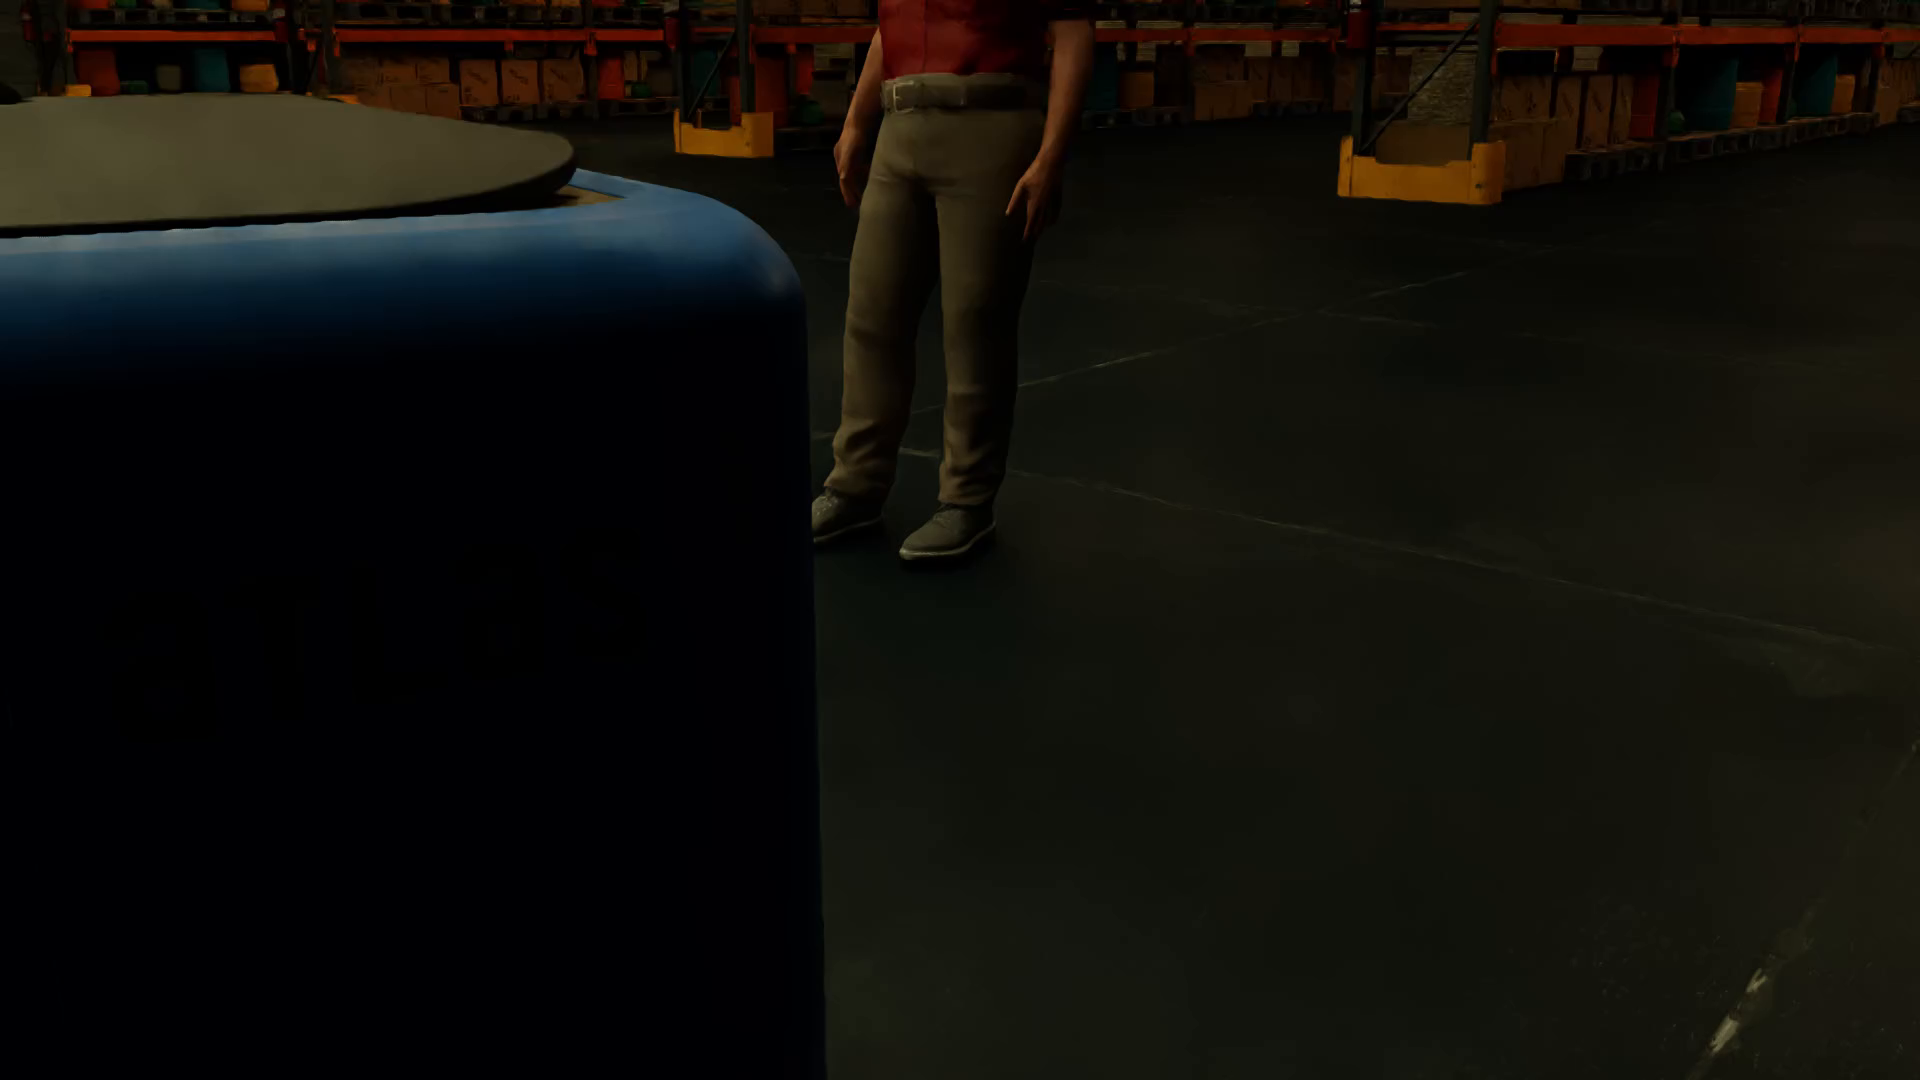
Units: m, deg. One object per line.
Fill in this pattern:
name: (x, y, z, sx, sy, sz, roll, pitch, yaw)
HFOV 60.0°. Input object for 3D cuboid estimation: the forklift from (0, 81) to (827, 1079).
forklift: (-1.589, -0.427, 0.304, 3.031, 2.935, 1.130, -10, 19, -29)

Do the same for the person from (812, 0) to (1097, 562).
person: (-0.066, -0.817, 3.630, 0.640, 1.726, 0.550, 13, 21, 37)
